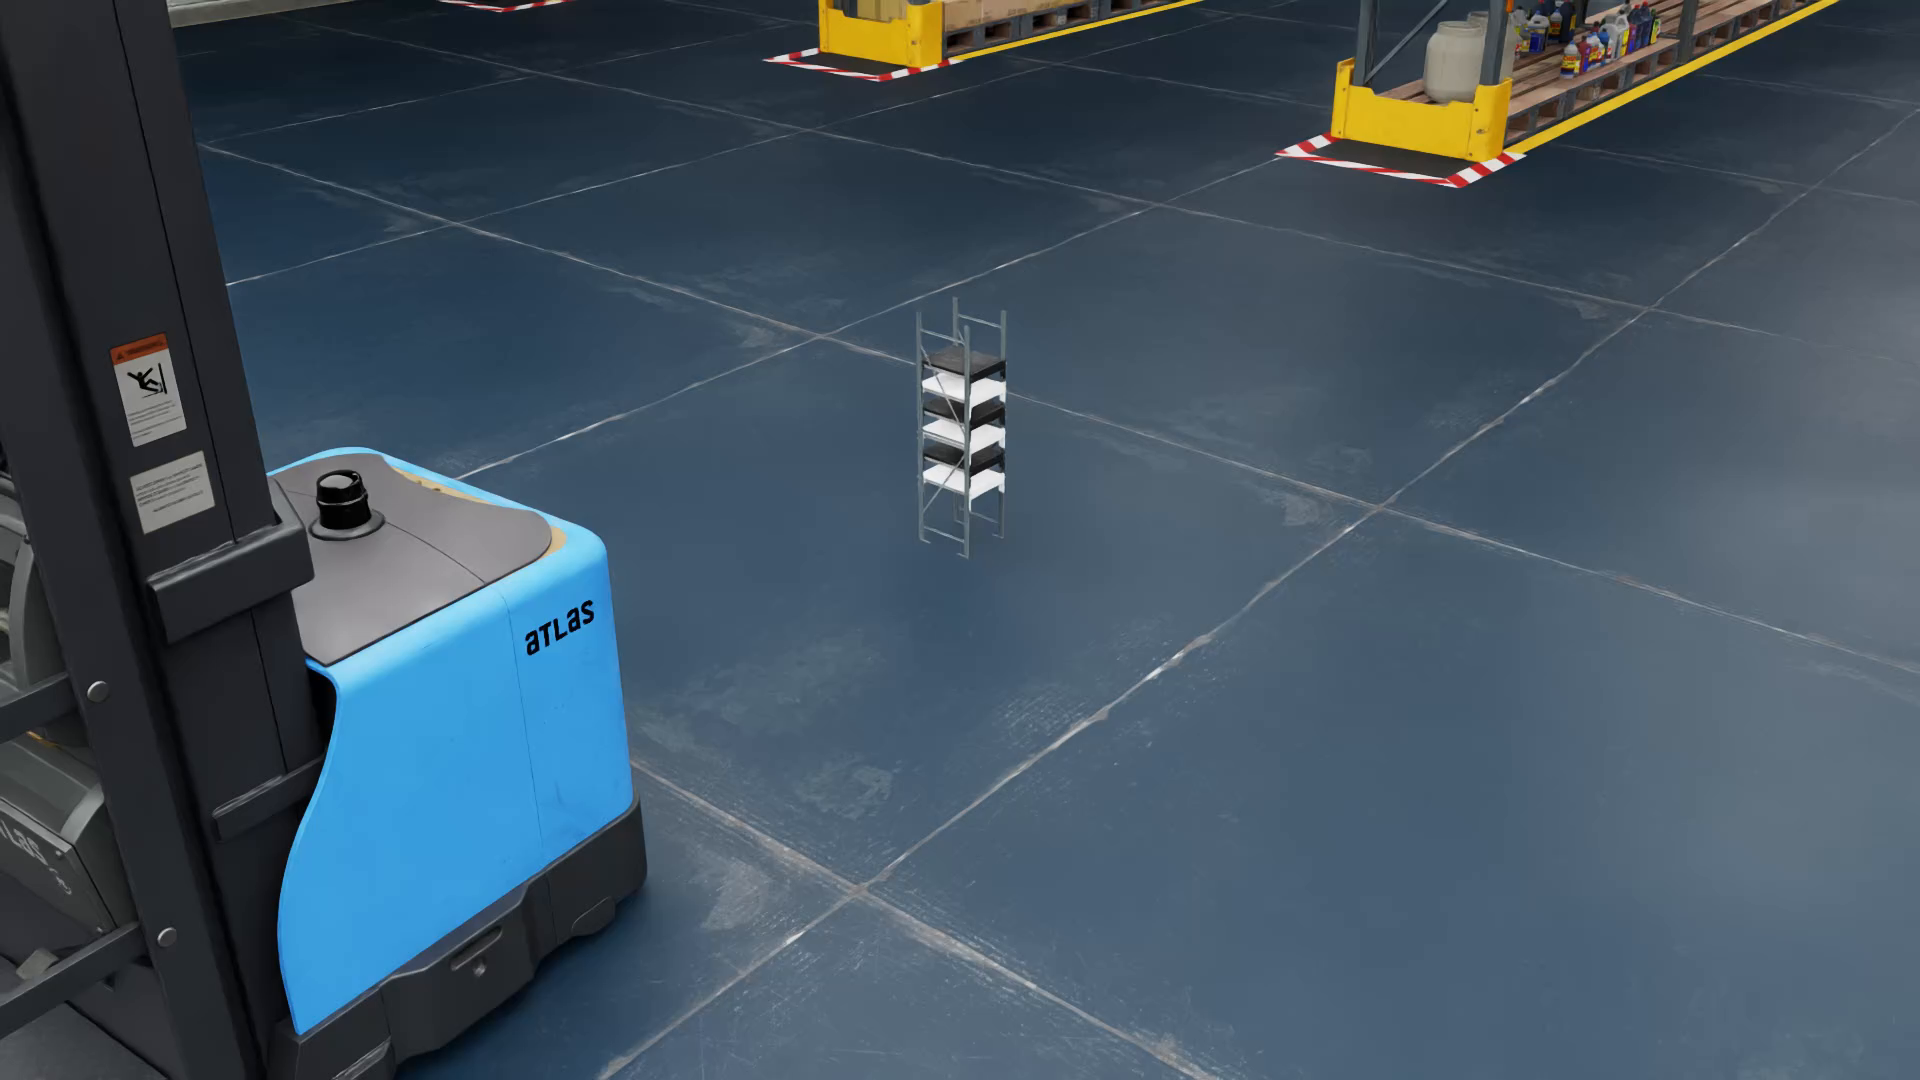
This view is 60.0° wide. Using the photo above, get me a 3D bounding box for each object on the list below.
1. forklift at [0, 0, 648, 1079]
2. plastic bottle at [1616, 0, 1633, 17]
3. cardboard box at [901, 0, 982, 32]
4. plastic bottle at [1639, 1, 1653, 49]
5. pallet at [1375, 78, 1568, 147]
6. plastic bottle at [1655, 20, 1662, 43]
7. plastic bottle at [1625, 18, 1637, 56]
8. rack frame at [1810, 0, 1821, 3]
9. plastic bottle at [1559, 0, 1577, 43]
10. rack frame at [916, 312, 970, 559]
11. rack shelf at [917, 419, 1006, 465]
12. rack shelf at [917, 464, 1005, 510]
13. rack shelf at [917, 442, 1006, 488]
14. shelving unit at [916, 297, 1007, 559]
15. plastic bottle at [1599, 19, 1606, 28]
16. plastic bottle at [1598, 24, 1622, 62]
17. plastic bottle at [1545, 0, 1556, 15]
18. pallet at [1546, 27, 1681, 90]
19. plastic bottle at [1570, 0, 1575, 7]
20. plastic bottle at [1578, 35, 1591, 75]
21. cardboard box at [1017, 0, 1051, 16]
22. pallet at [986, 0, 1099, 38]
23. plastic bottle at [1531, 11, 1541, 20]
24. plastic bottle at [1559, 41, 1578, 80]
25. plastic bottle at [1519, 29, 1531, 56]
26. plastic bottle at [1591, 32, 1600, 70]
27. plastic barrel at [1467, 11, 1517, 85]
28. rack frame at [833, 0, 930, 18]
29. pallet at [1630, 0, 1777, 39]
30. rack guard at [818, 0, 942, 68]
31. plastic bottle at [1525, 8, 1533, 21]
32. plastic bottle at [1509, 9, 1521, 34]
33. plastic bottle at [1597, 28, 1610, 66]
[{"bbox_3d":[-2.082,0.065,2.935,1.130,2.935,3.031,18,32,31],"label":"forklift"},{"bbox_3d":[5.395,-4.213,13.533,0.144,0.351,0.185,21,34,34],"label":"plastic bottle"},{"bbox_3d":[-0.158,-4.586,14.385,0.500,0.250,0.500,21,34,34],"label":"cardboard box"},{"bbox_3d":[5.507,-4.171,13.452,0.144,0.351,0.185,20,33,33],"label":"plastic bottle"},{"bbox_3d":[3.682,-3.135,12.080,1.003,0.211,1.213,21,34,34],"label":"pallet"},{"bbox_3d":[5.703,-4.197,13.665,0.097,0.201,0.097,0,27,0],"label":"plastic bottle"},{"bbox_3d":[5.313,-4.003,13.200,0.061,0.283,0.133,23,35,38],"label":"plastic bottle"},{"bbox_3d":[8.238,-6.883,16.290,1.000,3.000,0.127,21,34,34],"label":"rack frame"},{"bbox_3d":[4.971,-4.276,13.656,0.144,0.351,0.185,21,34,34],"label":"plastic bottle"},{"bbox_3d":[-0.059,-0.367,5.979,0.240,0.900,0.006,21,34,34],"label":"rack frame"},{"bbox_3d":[0.005,-0.373,6.064,0.258,0.077,0.200,21,34,34],"label":"rack shelf"},{"bbox_3d":[0.005,-0.213,6.147,0.258,0.077,0.200,21,34,34],"label":"rack shelf"},{"bbox_3d":[0.005,-0.293,6.105,0.258,0.077,0.200,21,34,34],"label":"rack shelf"},{"bbox_3d":[0.005,-0.403,6.049,0.258,0.900,0.210,21,34,34],"label":"shelving unit"},{"bbox_3d":[5.084,-3.979,13.155,0.061,0.283,0.133,21,34,34],"label":"plastic bottle"},{"bbox_3d":[5.073,-3.898,13.007,0.152,0.276,0.135,21,34,35],"label":"plastic bottle"},{"bbox_3d":[4.860,-4.318,13.737,0.144,0.351,0.185,22,34,36],"label":"plastic bottle"},{"bbox_3d":[5.234,-4.000,13.752,1.003,0.211,1.213,21,34,34],"label":"pallet"},{"bbox_3d":[5.153,-4.463,14.103,0.097,0.271,0.097,0,27,0],"label":"plastic bottle"},{"bbox_3d":[4.701,-3.662,12.541,0.061,0.283,0.133,21,34,35],"label":"plastic bottle"},{"bbox_3d":[0.476,-4.941,15.072,0.500,0.250,0.500,21,34,34],"label":"cardboard box"},{"bbox_3d":[0.560,-4.971,15.629,1.003,0.211,1.213,21,34,34],"label":"pallet"},{"bbox_3d":[4.675,-4.153,13.504,0.097,0.271,0.097,0,27,0],"label":"plastic bottle"},{"bbox_3d":[4.543,-3.582,12.399,0.097,0.271,0.097,0,27,0],"label":"plastic bottle"},{"bbox_3d":[4.472,-3.949,13.185,0.097,0.201,0.097,0,27,0],"label":"plastic bottle"},{"bbox_3d":[4.825,-3.739,12.703,0.097,0.271,0.097,0,27,0],"label":"plastic bottle"},{"bbox_3d":[3.828,-3.561,12.120,0.421,0.512,0.421,0,27,0],"label":"plastic barrel"},{"bbox_3d":[-0.670,-5.495,13.608,1.000,3.000,0.127,21,34,34],"label":"rack frame"},{"bbox_3d":[6.939,-4.950,15.589,1.003,0.211,1.213,21,34,34],"label":"pallet"},{"bbox_3d":[-0.686,-4.376,14.166,1.175,0.500,0.348,21,34,34],"label":"rack guard"},{"bbox_3d":[4.603,-4.175,13.534,0.061,0.283,0.133,23,35,37],"label":"plastic bottle"},{"bbox_3d":[4.351,-4.035,13.189,0.144,0.351,0.185,22,35,36],"label":"plastic bottle"},{"bbox_3d":[4.954,-3.810,12.842,0.097,0.271,0.097,0,27,0],"label":"plastic bottle"}]
